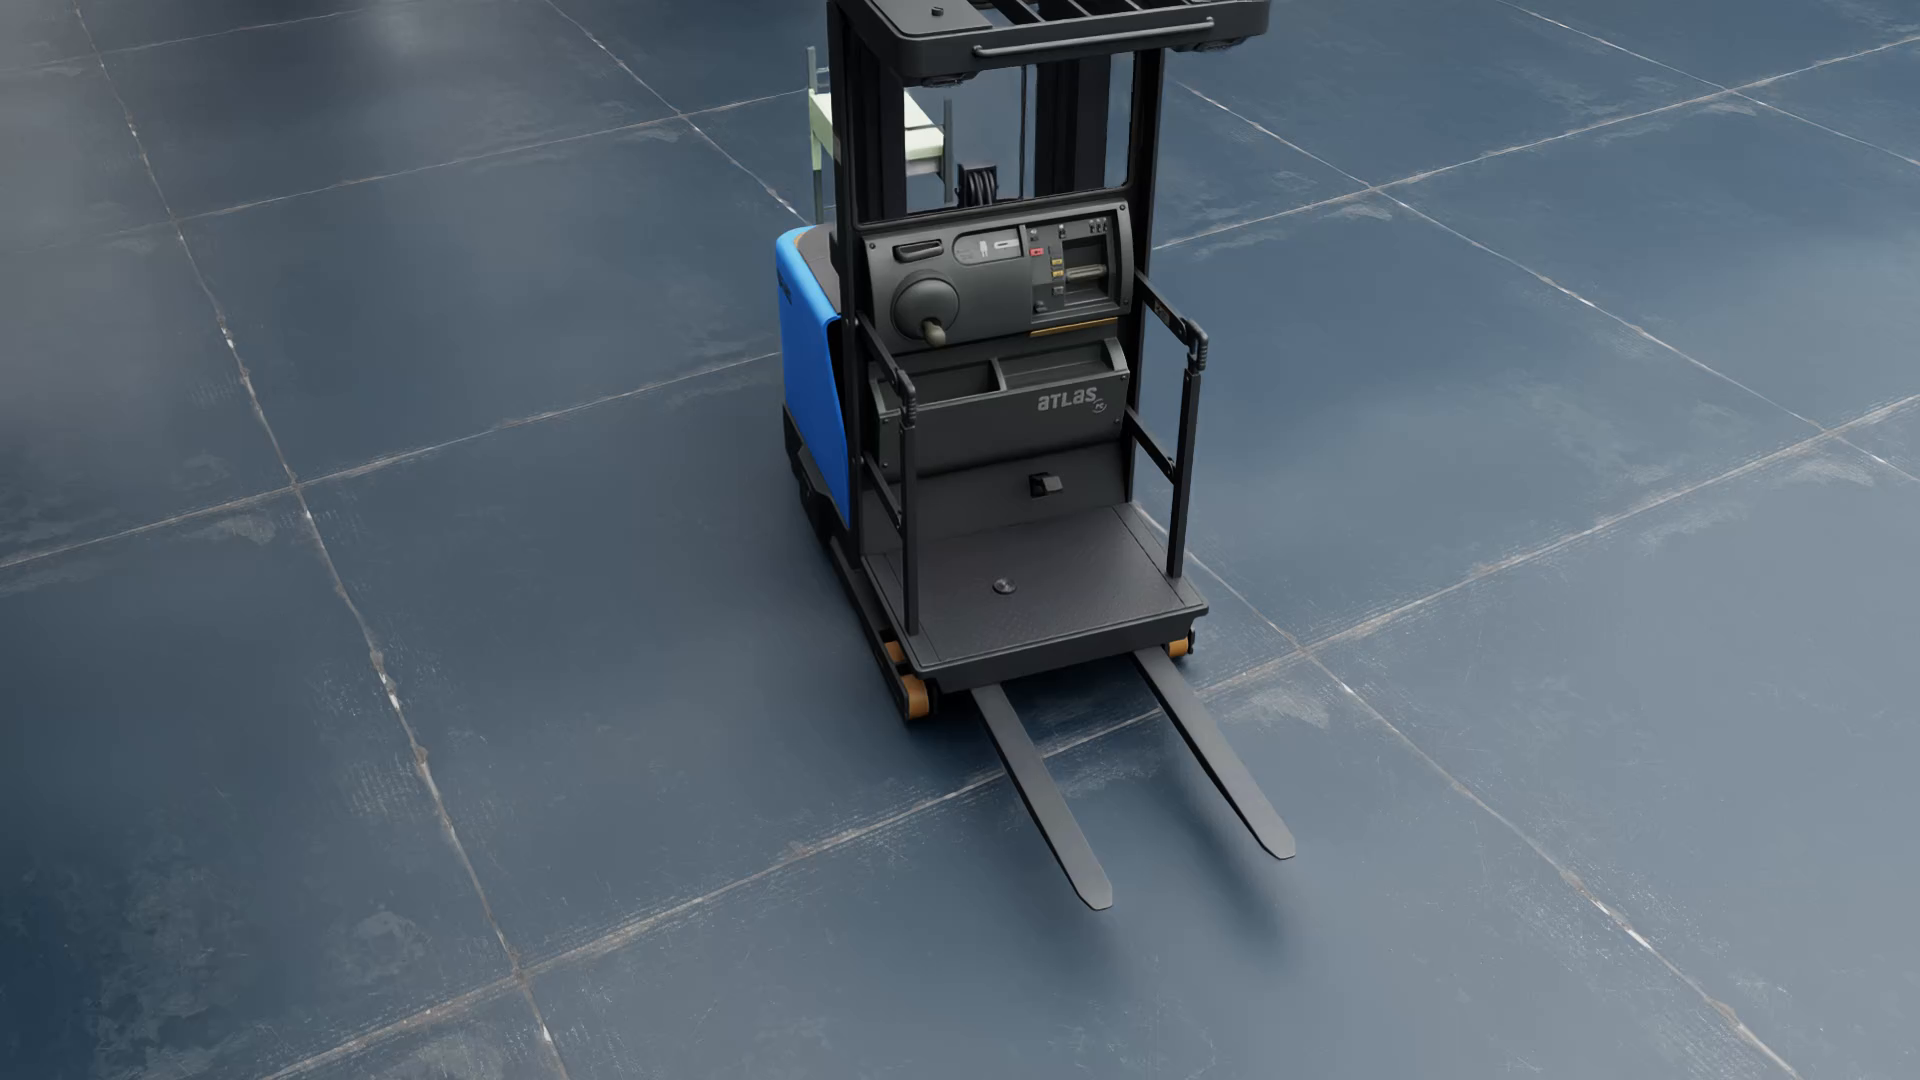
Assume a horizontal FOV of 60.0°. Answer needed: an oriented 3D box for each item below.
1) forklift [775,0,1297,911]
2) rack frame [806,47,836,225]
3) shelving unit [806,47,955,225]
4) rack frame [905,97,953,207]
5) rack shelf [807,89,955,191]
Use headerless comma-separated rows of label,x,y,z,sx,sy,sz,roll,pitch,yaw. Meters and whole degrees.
forklift,0.213,-0.823,5.392,1.130,2.935,3.031,-12,38,-15
rack frame,-0.463,-1.524,7.564,0.400,1.500,0.023,-12,38,-15
shelving unit,-0.342,-1.320,7.285,0.431,1.500,0.755,-12,38,-15
rack frame,-0.222,-1.116,7.006,0.400,1.500,0.023,-12,38,-15
rack shelf,-0.342,-1.635,7.055,0.431,0.370,0.720,-12,38,-15
